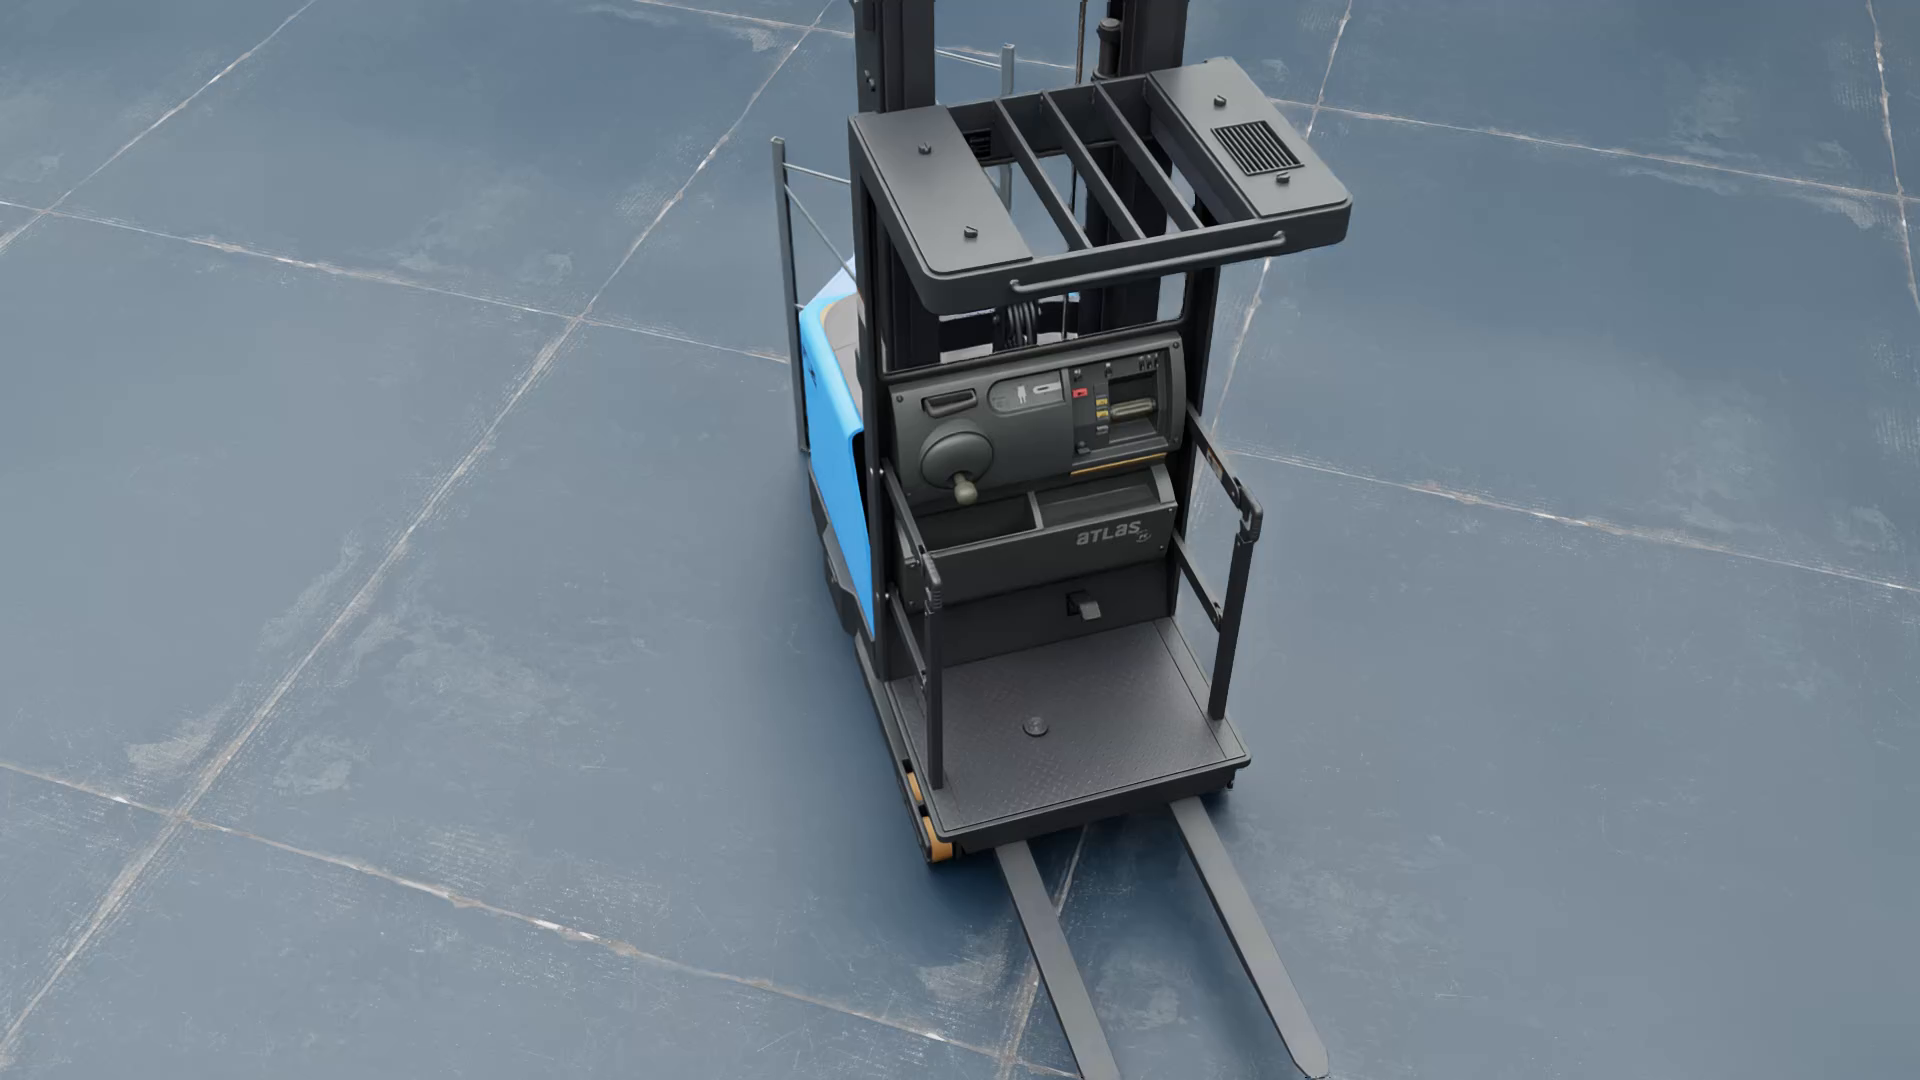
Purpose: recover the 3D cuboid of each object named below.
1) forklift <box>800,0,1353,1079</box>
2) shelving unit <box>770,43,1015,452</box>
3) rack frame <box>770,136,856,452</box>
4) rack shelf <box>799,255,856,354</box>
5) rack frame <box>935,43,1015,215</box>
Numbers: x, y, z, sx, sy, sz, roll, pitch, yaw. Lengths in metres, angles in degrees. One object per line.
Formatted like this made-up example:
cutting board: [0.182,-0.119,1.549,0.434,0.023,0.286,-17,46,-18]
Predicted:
forklift: [0.314,-0.276,4.936,1.130,2.935,3.031,-12,46,-12]
shelving unit: [-0.239,-1.182,6.885,0.538,1.500,1.048,19,48,19]
rack frame: [-0.466,-0.864,6.560,0.500,1.500,0.032,19,48,19]
rack shelf: [-0.239,-1.053,7.011,0.538,0.185,1.000,19,48,19]
rack frame: [-0.013,-1.500,7.211,0.500,1.500,0.032,19,48,19]
